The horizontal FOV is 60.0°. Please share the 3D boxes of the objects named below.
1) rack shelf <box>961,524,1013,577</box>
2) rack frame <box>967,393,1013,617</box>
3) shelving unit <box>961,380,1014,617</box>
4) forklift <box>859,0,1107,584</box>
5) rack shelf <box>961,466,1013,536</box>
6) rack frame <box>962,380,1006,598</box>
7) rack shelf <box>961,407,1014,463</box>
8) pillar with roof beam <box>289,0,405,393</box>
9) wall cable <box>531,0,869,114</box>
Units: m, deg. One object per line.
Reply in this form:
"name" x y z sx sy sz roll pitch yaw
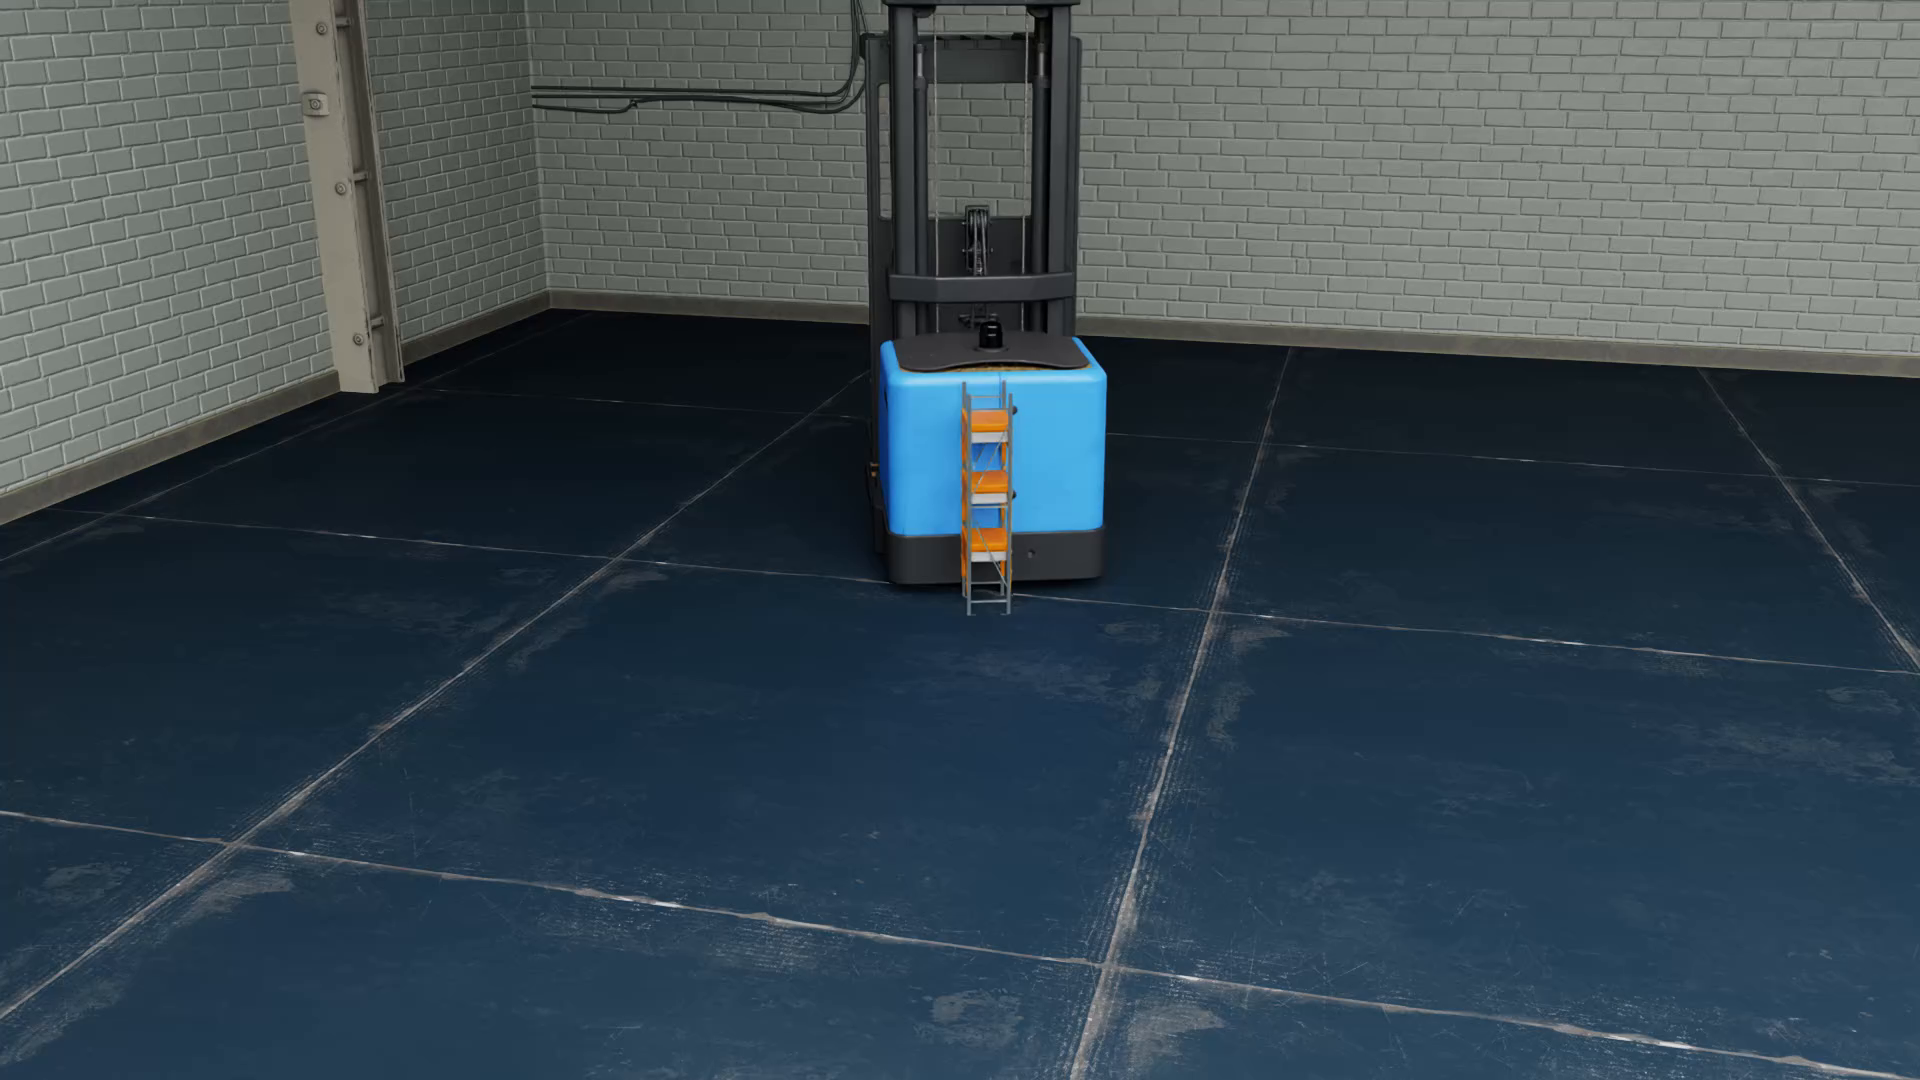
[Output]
"rack shelf" 0.121 0.086 7.704 0.215 0.259 0.240 -2 19 -5
"rack frame" 0.133 -0.148 7.495 0.200 1.050 0.008 -2 19 -5
"shelving unit" 0.121 -0.187 7.610 0.215 1.050 0.252 -2 19 -5
"forklift" 0.042 -1.609 8.863 1.130 2.935 3.031 -2 19 -5
"rack shelf" 0.121 -0.177 7.614 0.215 0.259 0.240 -2 19 -5
"rack frame" 0.110 -0.226 7.725 0.200 1.050 0.008 -2 19 -5
"rack shelf" 0.121 -0.445 7.522 0.215 0.259 0.240 -2 19 -5
"pillar with roof beam" -0.048 -5.025 9.478 9.100 9.000 0.400 5 19 13
"wall cable" -2.221 -4.715 13.373 3.097 2.526 0.112 5 19 13
